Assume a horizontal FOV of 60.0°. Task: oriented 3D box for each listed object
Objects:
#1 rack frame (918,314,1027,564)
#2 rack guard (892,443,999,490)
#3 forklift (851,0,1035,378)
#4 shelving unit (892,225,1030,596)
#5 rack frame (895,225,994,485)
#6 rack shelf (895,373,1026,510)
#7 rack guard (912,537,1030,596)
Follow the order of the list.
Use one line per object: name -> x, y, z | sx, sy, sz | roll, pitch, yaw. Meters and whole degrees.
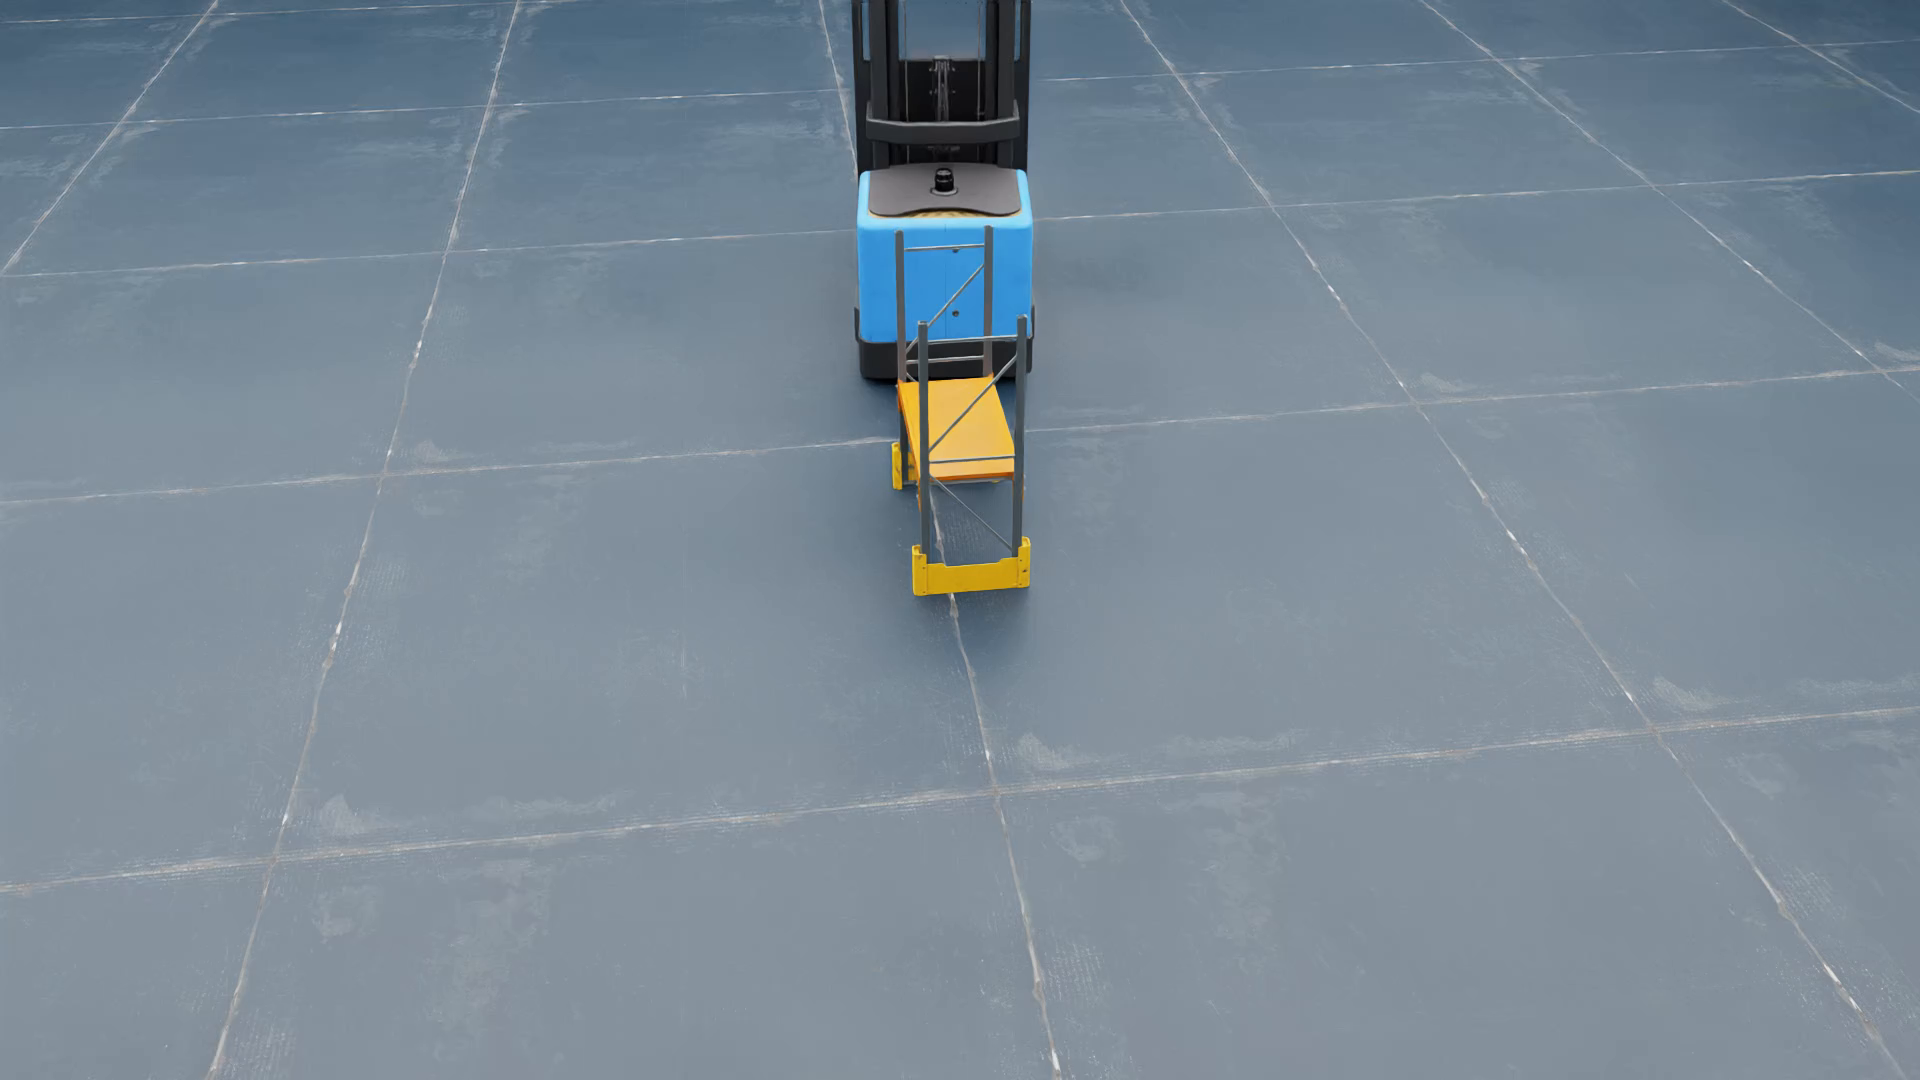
rack frame -> 0.057, -0.384, 7.981 | 0.500, 1.500, 0.032 | -4, 35, -6
rack guard -> -0.077, -0.424, 9.150 | 0.587, 0.250, 0.087 | -4, 35, -6
forklift -> -0.119, -2.987, 10.530 | 1.130, 2.935, 3.031 | -1, 34, -1
shelving unit -> -0.010, -0.662, 8.390 | 0.587, 1.500, 1.083 | -4, 35, -6
rack frame -> -0.080, -0.951, 8.814 | 0.500, 1.500, 0.032 | -4, 35, -6
rack shelf -> -0.011, -0.519, 8.499 | 0.538, 0.185, 1.000 | -4, 35, -6
rack guard -> 0.057, 0.132, 8.334 | 0.587, 0.250, 0.087 | -4, 35, -6
